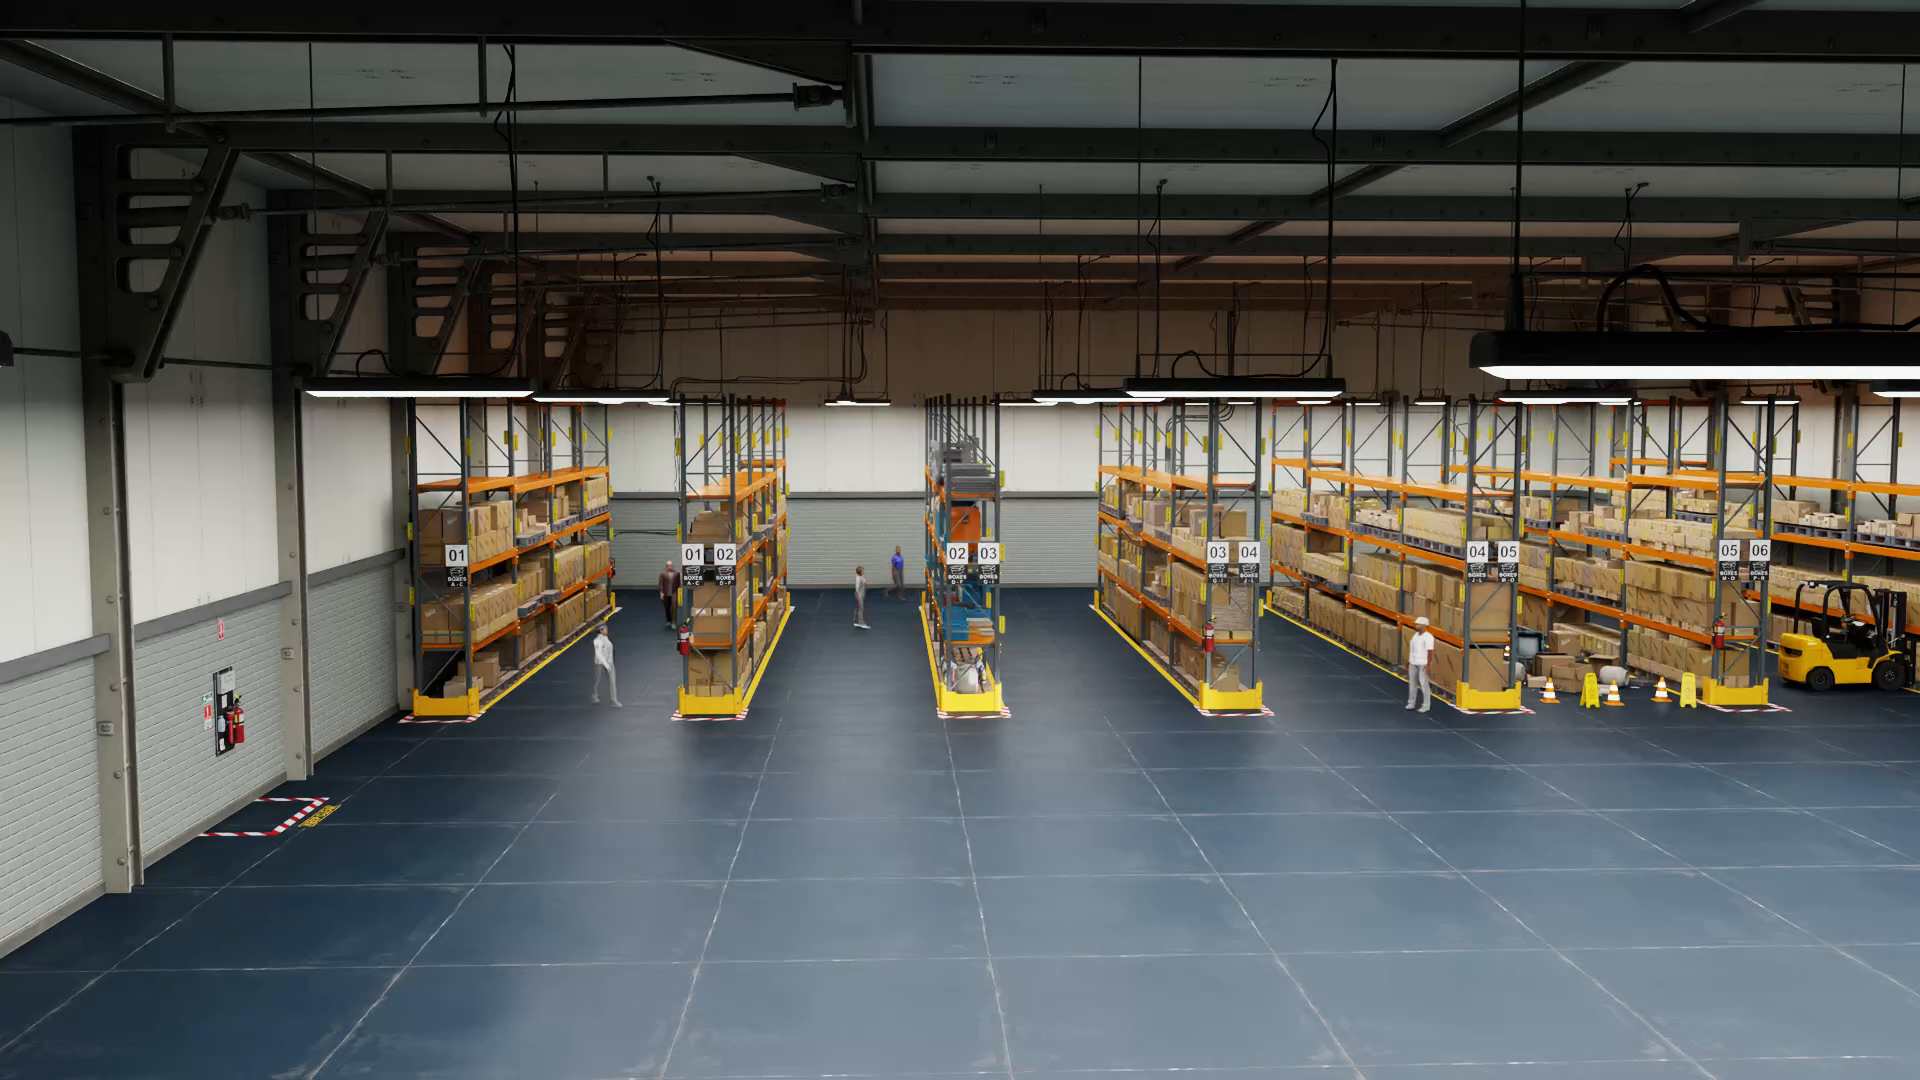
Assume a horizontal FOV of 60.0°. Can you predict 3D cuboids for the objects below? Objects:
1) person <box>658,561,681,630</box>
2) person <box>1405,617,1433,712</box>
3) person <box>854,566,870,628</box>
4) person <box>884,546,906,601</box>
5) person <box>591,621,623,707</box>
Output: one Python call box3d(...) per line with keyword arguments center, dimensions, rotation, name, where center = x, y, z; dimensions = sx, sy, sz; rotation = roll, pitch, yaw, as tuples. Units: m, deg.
box3d(center=(-7.557, 1.420, 43.239), dimensions=(0.558, 1.728, 1.047), rotation=(0, 5, -5), name="person")
box3d(center=(8.704, 2.341, 31.510), dimensions=(0.417, 1.770, 0.628), rotation=(-3, 5, -35), name="person")
box3d(center=(-2.564, 1.499, 43.534), dimensions=(0.486, 1.602, 0.447), rotation=(1, 5, 13), name="person")
box3d(center=(-1.904, 0.992, 49.441), dimensions=(0.641, 1.625, 0.466), rotation=(2, 5, 26), name="person")
box3d(center=(-6.826, 2.372, 31.907), dimensions=(0.432, 1.629, 1.015), rotation=(-3, 5, -33), name="person")
